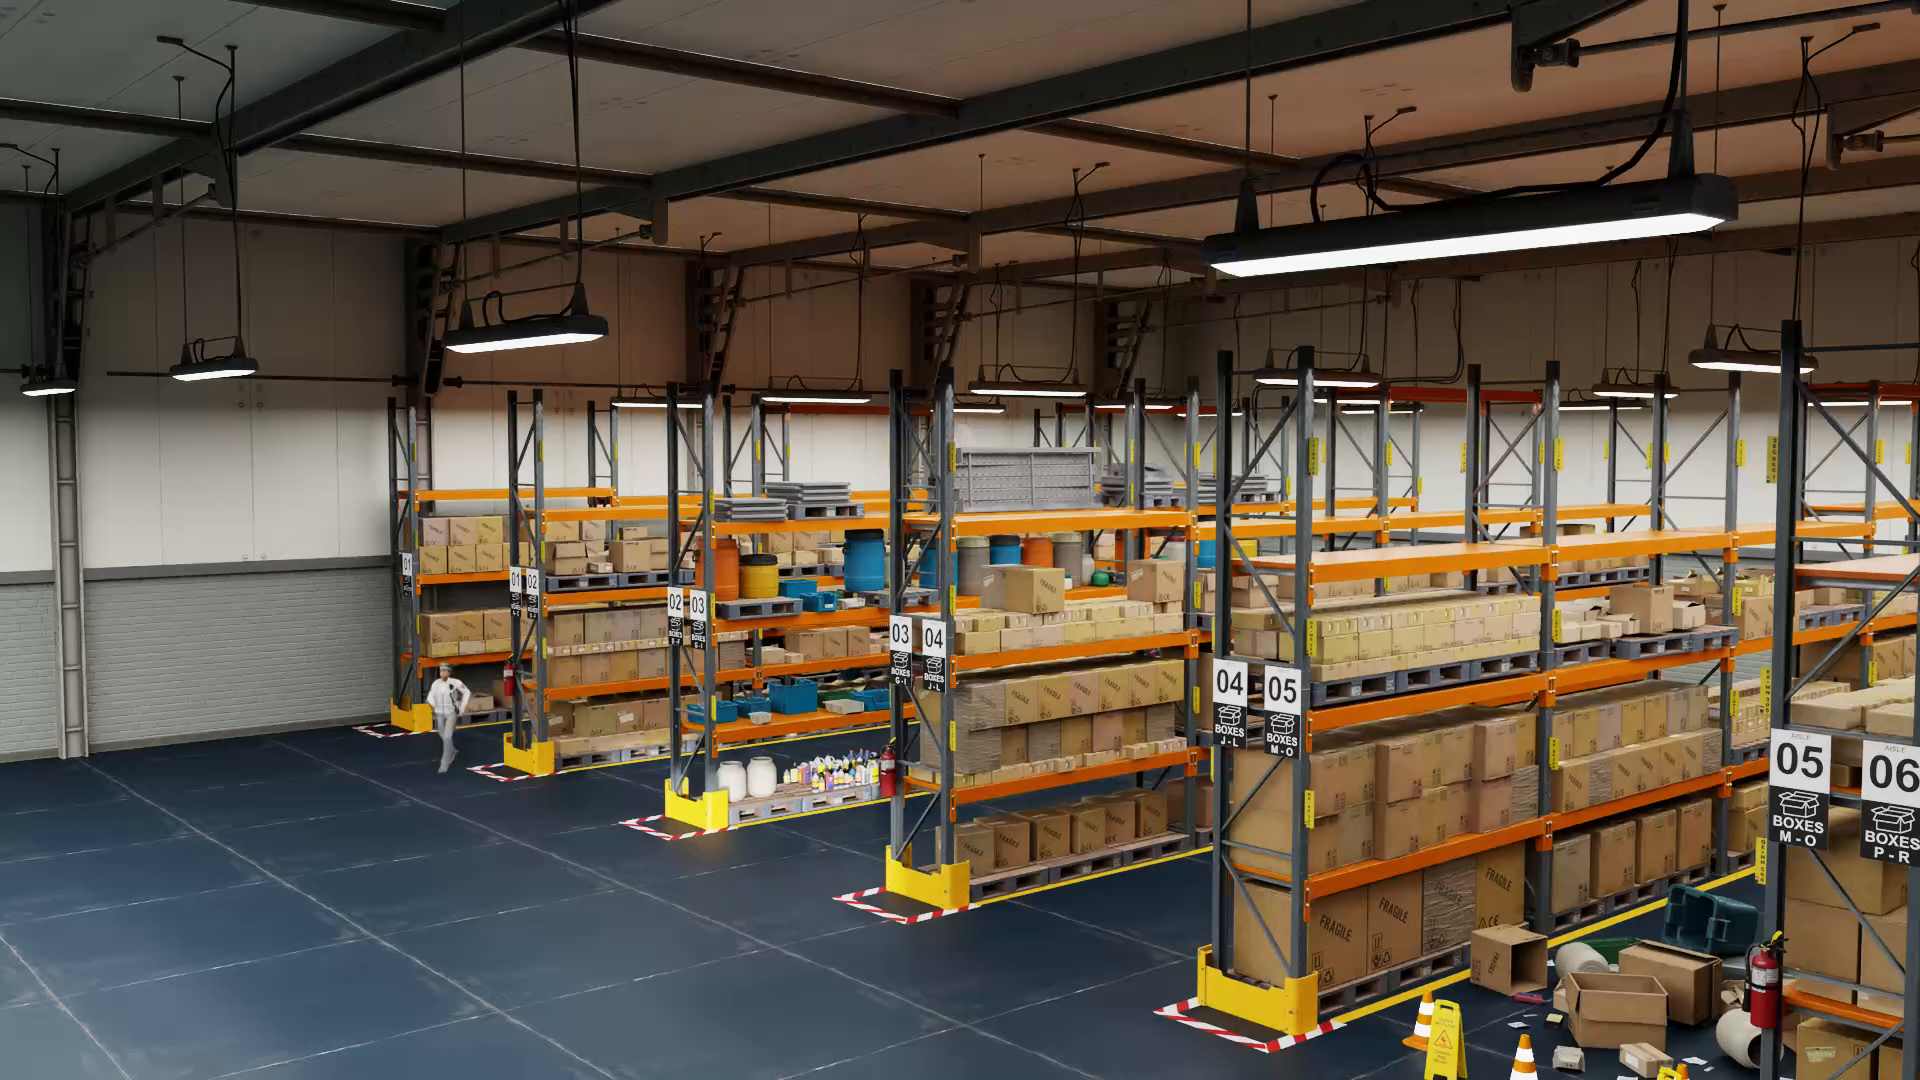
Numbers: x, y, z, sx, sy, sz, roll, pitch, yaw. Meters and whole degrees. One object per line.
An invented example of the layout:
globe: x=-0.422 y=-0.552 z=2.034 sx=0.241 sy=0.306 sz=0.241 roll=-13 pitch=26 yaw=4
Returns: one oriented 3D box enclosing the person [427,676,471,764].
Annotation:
person: x=-8.120 y=2.843 z=26.435 sx=0.632 sy=1.373 sz=0.654 roll=0 pitch=3 yaw=7
